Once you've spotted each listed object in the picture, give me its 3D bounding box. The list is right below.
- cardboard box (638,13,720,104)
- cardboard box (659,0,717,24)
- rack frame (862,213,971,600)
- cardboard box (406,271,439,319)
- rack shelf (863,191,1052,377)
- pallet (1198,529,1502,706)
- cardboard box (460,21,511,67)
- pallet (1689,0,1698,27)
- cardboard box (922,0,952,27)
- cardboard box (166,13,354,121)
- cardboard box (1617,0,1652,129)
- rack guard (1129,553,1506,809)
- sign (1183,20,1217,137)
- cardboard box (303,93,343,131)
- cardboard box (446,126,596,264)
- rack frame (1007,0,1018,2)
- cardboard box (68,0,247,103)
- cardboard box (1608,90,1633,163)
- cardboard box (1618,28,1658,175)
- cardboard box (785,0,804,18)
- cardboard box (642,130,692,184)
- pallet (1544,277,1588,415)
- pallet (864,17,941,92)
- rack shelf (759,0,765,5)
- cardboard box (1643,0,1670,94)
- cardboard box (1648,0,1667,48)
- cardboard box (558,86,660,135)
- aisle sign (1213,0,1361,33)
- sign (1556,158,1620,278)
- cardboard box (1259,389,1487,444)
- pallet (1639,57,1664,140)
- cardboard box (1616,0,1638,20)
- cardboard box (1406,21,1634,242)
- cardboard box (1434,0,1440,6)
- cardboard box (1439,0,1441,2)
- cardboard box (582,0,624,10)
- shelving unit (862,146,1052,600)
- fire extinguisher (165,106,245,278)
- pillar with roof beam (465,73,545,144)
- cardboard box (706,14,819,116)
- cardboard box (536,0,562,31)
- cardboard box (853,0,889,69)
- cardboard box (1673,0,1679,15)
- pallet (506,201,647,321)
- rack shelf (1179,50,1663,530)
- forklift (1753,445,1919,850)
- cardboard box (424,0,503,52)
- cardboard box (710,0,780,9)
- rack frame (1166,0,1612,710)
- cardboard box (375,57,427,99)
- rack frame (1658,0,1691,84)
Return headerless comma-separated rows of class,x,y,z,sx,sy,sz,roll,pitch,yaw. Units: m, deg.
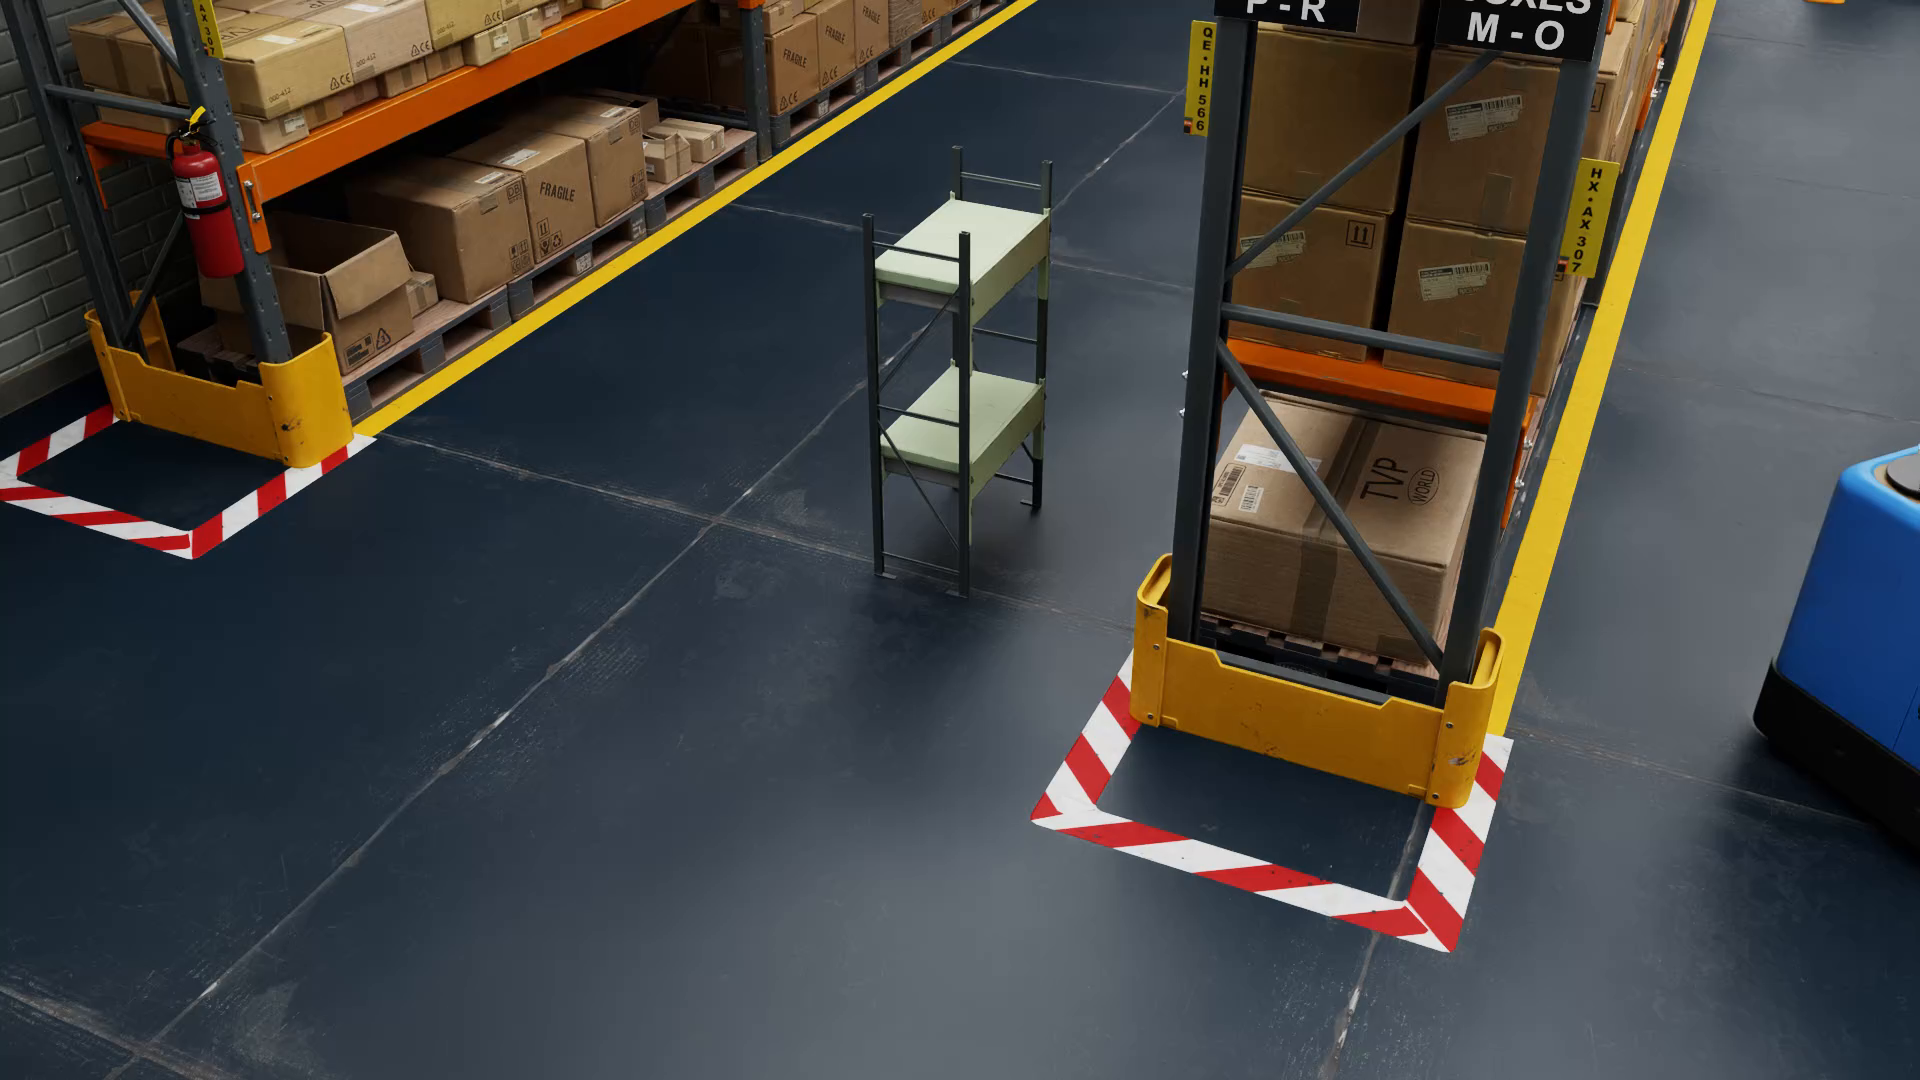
cardboard box,-1.715,-3.169,10.745,0.500,0.500,0.500,14,36,20
cardboard box,-1.760,-3.378,10.471,0.380,0.149,0.250,13,35,19
rack frame,-0.150,-0.448,6.066,0.400,1.500,0.023,14,36,20
cardboard box,-2.771,-1.204,8.067,0.380,0.149,0.250,13,35,19
rack shelf,0.003,-0.957,6.130,0.431,0.370,0.720,14,36,20
pallet,1.448,0.152,6.325,1.003,0.211,1.213,14,36,20
cardboard box,-2.355,-2.360,7.843,0.380,0.149,0.250,13,35,19
pallet,5.371,-4.410,13.283,1.003,0.211,1.213,14,36,20
cardboard box,-0.396,-4.081,12.135,0.500,0.500,0.500,16,36,23
cardboard box,-2.891,-1.960,6.870,0.500,0.250,0.500,14,36,21
cardboard box,2.062,-1.748,5.678,0.500,0.500,0.500,14,36,20
rack guard,1.174,0.460,5.593,1.175,0.500,0.348,14,36,20
sign,0.697,-1.312,4.744,0.100,0.325,0.005,14,36,20
cardboard box,-2.874,-1.868,7.092,0.380,0.149,0.250,15,36,22
cardboard box,-2.279,-1.805,8.664,0.500,0.500,0.500,15,36,21
rack frame,0.021,-5.719,12.736,1.000,3.000,0.127,14,36,20
cardboard box,-3.374,-2.086,7.062,0.500,0.250,0.500,15,36,22
cardboard box,2.061,-1.320,5.937,0.500,0.500,0.500,14,36,20
cardboard box,2.489,-1.831,6.715,0.500,0.500,0.500,14,36,20
cardboard box,-1.215,-3.402,10.507,0.380,0.149,0.250,13,35,19
cardboard box,-1.768,-2.236,9.535,0.396,0.266,0.258,15,36,22
pallet,2.469,-1.063,8.179,1.003,0.211,1.213,14,36,20
pallet,-0.837,-3.584,12.024,1.003,0.211,1.213,14,36,20
rack shelf,-0.815,-4.422,11.414,1.077,0.370,4.000,14,36,20
cardboard box,2.896,-2.342,7.495,0.500,0.500,0.500,15,36,21
cardboard box,2.487,-2.245,6.435,0.500,0.500,0.500,15,36,21
cardboard box,-2.143,-2.503,9.901,0.500,0.311,0.500,15,36,22
aisle sign,0.873,-1.720,4.267,0.394,0.787,0.004,14,36,20
sign,1.686,-0.863,4.468,0.100,0.325,0.005,14,36,20
cardboard box,1.745,-0.511,6.748,0.875,0.438,0.875,15,36,22
pallet,4.133,-3.041,11.195,1.003,0.211,1.213,14,36,20
cardboard box,1.842,-1.692,5.001,0.380,0.149,0.250,15,36,22
cardboard box,1.644,-1.231,4.889,0.500,0.500,0.500,13,36,19
cardboard box,1.237,-1.686,4.990,0.380,0.149,0.250,15,36,21
cardboard box,1.362,-1.619,5.481,0.500,0.500,0.500,14,36,21
cardboard box,-1.948,-2.877,8.631,0.380,0.149,0.250,14,36,20
shelving unit,0.003,-0.631,6.344,0.431,1.500,0.755,14,36,20
fire extinguisher,-2.967,-1.367,6.510,0.296,0.674,0.183,14,36,20
pillar with roof beam,1.148,-5.108,6.333,9.100,9.000,0.400,14,36,20
cardboard box,-1.245,-3.046,10.557,0.500,0.500,0.500,16,36,23
cardboard box,-2.218,-2.640,8.271,0.380,0.149,0.250,14,36,20
cardboard box,-0.819,-3.561,11.342,0.500,0.500,0.500,13,35,19
cardboard box,3.497,-2.944,8.641,0.500,0.250,0.500,13,36,19
pallet,-2.449,-1.609,9.011,1.003,0.211,1.213,14,36,20
rack shelf,2.021,-1.293,6.642,1.077,0.370,4.000,14,36,20
forklift,4.263,-0.653,5.072,3.031,2.935,1.130,-14,36,-21
cardboard box,-2.471,-2.465,7.639,0.500,0.250,0.500,13,36,20
cardboard box,-1.315,-3.384,10.209,0.380,0.149,0.250,14,36,20
rack frame,1.184,-0.598,4.926,1.000,3.000,0.127,14,36,20
cardboard box,-2.635,-2.118,7.474,0.380,0.149,0.250,15,36,22
rack frame,4.531,-4.582,11.002,1.000,3.000,0.127,14,36,20
